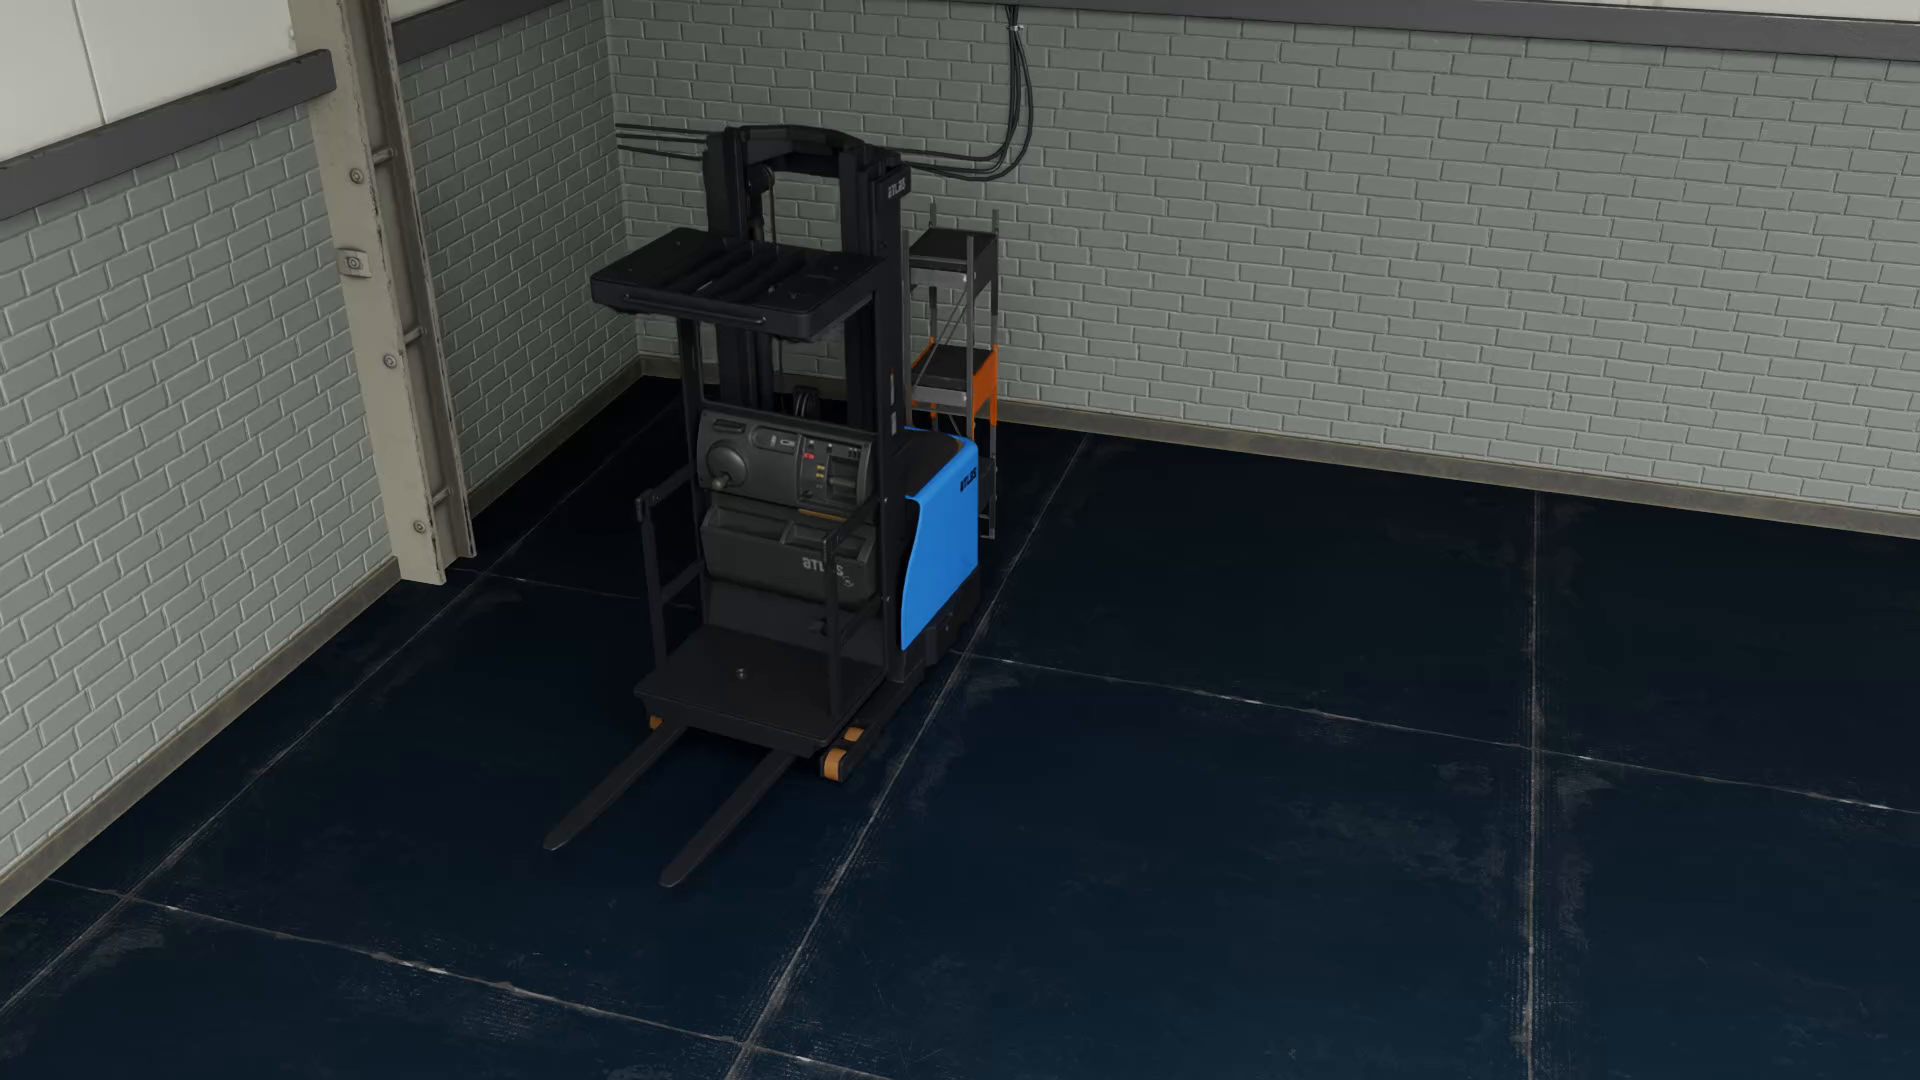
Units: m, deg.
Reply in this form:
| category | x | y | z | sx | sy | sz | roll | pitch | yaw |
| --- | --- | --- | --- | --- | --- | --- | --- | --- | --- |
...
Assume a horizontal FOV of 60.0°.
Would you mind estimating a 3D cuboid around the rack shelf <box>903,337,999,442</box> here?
| category | x | y | z | sx | sy | sz | roll | pitch | yaw |
| --- | --- | --- | --- | --- | --- | --- | --- | --- | --- |
| rack shelf | -0.049 | -0.829 | 9.643 | 0.431 | 0.518 | 0.480 | 8 | 30 | 15 |

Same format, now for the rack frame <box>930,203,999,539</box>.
| category | x | y | z | sx | sy | sz | roll | pitch | yaw |
| --- | --- | --- | --- | --- | --- | --- | --- | --- | --- |
| rack frame | 0.023 | -0.954 | 9.840 | 0.400 | 2.100 | 0.015 | 8 | 30 | 15 |

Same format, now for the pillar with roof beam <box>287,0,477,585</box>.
| category | x | y | z | sx | sy | sz | roll | pitch | yaw |
| --- | --- | --- | --- | --- | --- | --- | --- | --- | --- |
| pillar with roof beam | 0.970 | -3.164 | 6.717 | 9.100 | 9.000 | 0.400 | 8 | 30 | 15 |

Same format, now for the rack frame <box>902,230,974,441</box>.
| category | x | y | z | sx | sy | sz | roll | pitch | yaw |
| --- | --- | --- | --- | --- | --- | --- | --- | --- | --- |
| rack frame | -0.120 | -0.727 | 9.433 | 0.400 | 2.100 | 0.015 | 8 | 30 | 15 |

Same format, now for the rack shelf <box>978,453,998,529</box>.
| category | x | y | z | sx | sy | sz | roll | pitch | yaw |
| --- | --- | --- | --- | --- | --- | --- | --- | --- | --- |
| rack shelf | -0.049 | -0.217 | 9.983 | 0.431 | 0.518 | 0.480 | 8 | 30 | 15 |

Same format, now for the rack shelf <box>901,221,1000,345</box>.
| category | x | y | z | sx | sy | sz | roll | pitch | yaw |
| --- | --- | --- | --- | --- | --- | --- | --- | --- | --- |
| rack shelf | -0.049 | -1.440 | 9.303 | 0.431 | 0.518 | 0.480 | 8 | 30 | 15 |

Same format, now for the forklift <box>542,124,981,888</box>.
| category | x | y | z | sx | sy | sz | roll | pitch | yaw |
| --- | --- | --- | --- | --- | --- | --- | --- | --- | --- |
| forklift | -0.940 | -0.333 | 7.869 | 1.130 | 2.935 | 3.031 | 12 | 31 | 21 |

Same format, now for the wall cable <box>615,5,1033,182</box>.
| category | x | y | z | sx | sy | sz | roll | pitch | yaw |
| --- | --- | --- | --- | --- | --- | --- | --- | --- | --- |
| wall cable | -1.017 | -3.602 | 10.697 | 3.097 | 2.526 | 0.112 | 8 | 30 | 15 |

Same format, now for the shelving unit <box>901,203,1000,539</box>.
| category | x | y | z | sx | sy | sz | roll | pitch | yaw |
| --- | --- | --- | --- | --- | --- | --- | --- | --- | --- |
| shelving unit | -0.049 | -0.841 | 9.636 | 0.431 | 2.100 | 0.503 | 8 | 30 | 15 |
